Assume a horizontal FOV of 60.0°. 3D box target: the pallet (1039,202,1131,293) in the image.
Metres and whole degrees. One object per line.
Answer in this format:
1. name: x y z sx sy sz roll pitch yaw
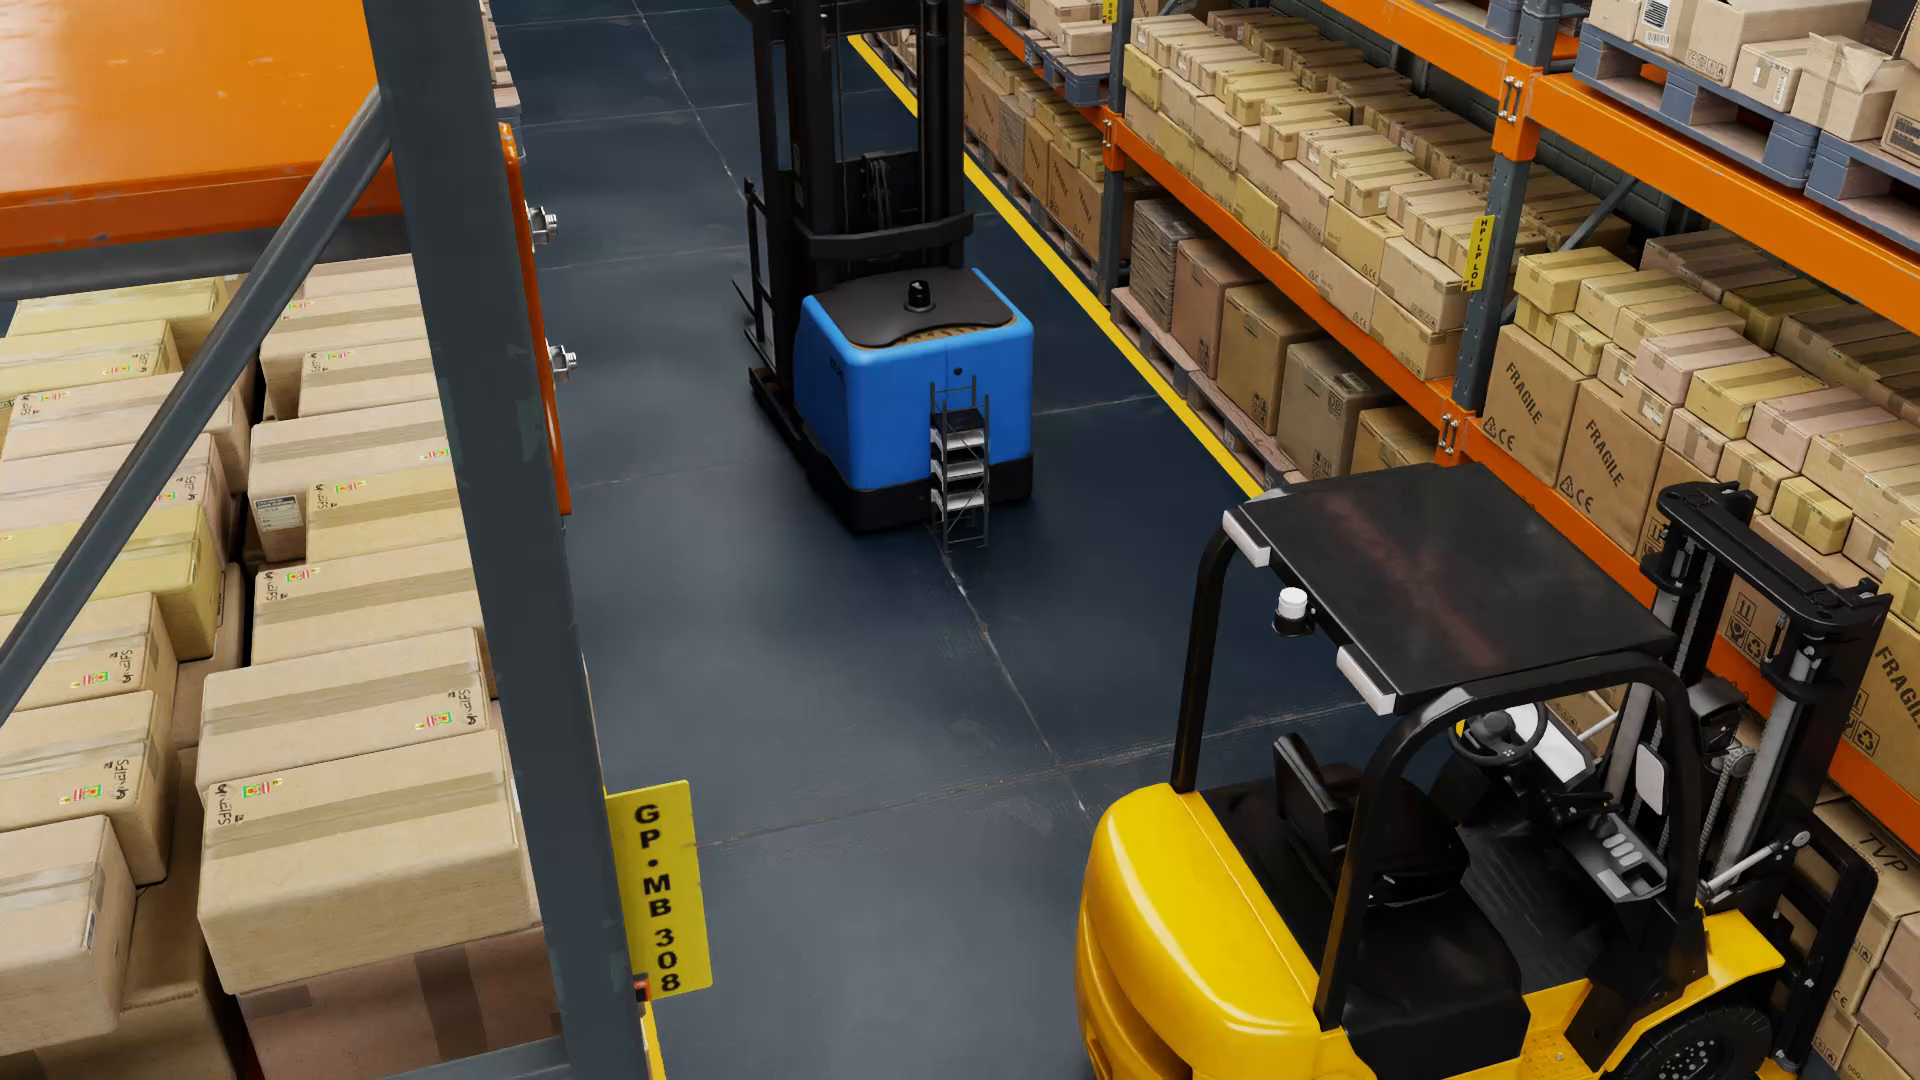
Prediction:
1. pallet: 1.232 -2.157 11.823 1.003 0.211 1.213 -10 35 -15

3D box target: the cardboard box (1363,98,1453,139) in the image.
1. cardboard box: 2.320 -2.163 8.623 0.380 0.149 0.250 -10 35 -14

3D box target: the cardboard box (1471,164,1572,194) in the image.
1. cardboard box: 2.634 -1.636 7.825 0.380 0.149 0.250 -10 35 -15

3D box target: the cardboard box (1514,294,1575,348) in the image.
1. cardboard box: 2.490 -0.923 6.746 0.380 0.149 0.250 -11 35 -15

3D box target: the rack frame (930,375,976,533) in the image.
1. rack frame: -0.033 -0.433 8.589 0.240 0.900 0.006 -10 35 -15

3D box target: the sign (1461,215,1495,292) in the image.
1. sign: 2.130 -1.175 6.830 0.100 0.325 0.005 -10 35 -15

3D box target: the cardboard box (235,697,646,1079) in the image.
1. cardboard box: -0.762 0.493 2.428 0.500 0.250 0.500 -11 35 -16

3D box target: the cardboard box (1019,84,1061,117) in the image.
1. cardboard box: 0.654 -3.242 12.234 0.380 0.149 0.250 -12 35 -17

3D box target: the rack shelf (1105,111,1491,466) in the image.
1. rack shelf: 2.034 -1.572 9.060 1.077 0.370 4.000 -10 35 -15

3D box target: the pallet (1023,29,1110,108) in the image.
1. pallet: 1.150 -3.186 11.025 1.213 0.211 1.003 -10 35 -15

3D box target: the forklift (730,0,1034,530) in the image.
1. forklift: -0.628 -2.080 9.239 1.130 2.935 3.031 -13 35 -18

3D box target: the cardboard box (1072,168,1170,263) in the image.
1. cardboard box: 1.090 -2.240 11.306 0.500 0.500 0.500 -9 35 -13

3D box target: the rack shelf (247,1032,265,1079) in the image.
1. rack shelf: -1.472 0.114 3.789 1.077 0.370 4.000 -10 35 -15

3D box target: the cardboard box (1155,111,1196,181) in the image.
1. cardboard box: 1.475 -2.320 9.677 0.500 0.250 0.500 -11 35 -16

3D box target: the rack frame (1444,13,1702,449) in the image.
1. rack frame: 2.644 -0.822 7.273 1.000 3.000 0.127 -10 35 -15

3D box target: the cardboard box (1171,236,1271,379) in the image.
1. cardboard box: 1.808 -1.435 9.974 0.875 0.625 0.625 -9 34 -13

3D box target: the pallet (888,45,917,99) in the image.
1. pallet: -0.005 -4.219 14.944 1.003 0.211 1.213 -10 35 -15

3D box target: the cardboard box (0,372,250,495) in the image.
1. cardboard box: -1.535 -0.178 3.083 0.380 0.149 0.250 -11 35 -16

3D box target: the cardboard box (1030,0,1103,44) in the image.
1. cardboard box: 0.794 -3.534 11.132 0.500 0.250 0.500 -12 35 -17

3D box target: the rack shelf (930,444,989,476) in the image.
1. rack shelf: -0.002 -0.427 8.477 0.258 0.077 0.200 -10 35 -15

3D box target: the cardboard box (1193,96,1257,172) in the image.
1. cardboard box: 1.620 -2.253 9.121 0.500 0.250 0.500 -11 35 -16

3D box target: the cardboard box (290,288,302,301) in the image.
1. cardboard box: -1.394 -0.576 4.047 0.500 0.250 0.500 -11 35 -16

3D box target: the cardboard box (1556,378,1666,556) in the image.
1. cardboard box: 2.705 -0.316 6.417 0.500 0.500 0.500 -9 35 -14

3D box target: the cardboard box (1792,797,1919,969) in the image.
1. cardboard box: 3.102 1.113 5.550 0.500 0.250 0.500 -10 35 -14

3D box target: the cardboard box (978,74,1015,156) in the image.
1. cardboard box: 0.457 -3.322 12.943 0.500 0.500 0.500 -11 35 -16

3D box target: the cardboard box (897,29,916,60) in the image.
1. cardboard box: -0.355 -4.487 14.919 0.396 0.266 0.258 -9 34 -13

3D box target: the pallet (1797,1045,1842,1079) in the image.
1. pallet: 3.591 2.047 5.460 1.003 0.211 1.213 -10 35 -15

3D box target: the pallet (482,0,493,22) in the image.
1. pallet: -2.488 -2.044 6.572 1.213 0.211 1.003 -10 35 -15

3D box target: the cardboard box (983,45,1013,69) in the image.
1. cardboard box: 0.403 -3.785 13.055 0.380 0.149 0.250 -11 35 -16

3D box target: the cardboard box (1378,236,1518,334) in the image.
1. cardboard box: 2.250 -1.183 7.501 0.500 0.250 0.500 -11 35 -16

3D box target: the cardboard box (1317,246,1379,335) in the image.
1. cardboard box: 2.082 -1.243 8.046 0.500 0.250 0.500 -10 35 -15

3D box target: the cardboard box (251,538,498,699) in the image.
1. cardboard box: -0.886 0.144 2.596 0.380 0.149 0.250 -10 35 -15

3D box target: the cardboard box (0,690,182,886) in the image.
1. cardboard box: -1.288 0.366 2.259 0.380 0.149 0.250 -9 35 -14

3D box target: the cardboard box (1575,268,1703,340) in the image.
1. cardboard box: 2.641 -0.922 6.475 0.380 0.149 0.250 -9 35 -14

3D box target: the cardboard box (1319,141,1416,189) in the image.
1. cardboard box: 1.981 -1.810 8.089 0.380 0.149 0.250 -11 35 -16

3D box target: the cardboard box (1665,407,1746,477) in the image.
1. cardboard box: 2.760 -0.375 5.917 0.380 0.149 0.250 -10 35 -15

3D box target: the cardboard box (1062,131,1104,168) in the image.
1. cardboard box: 0.919 -2.680 11.382 0.380 0.149 0.250 -12 35 -17

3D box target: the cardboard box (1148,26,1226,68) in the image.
1. cardboard box: 1.323 -2.877 9.705 0.380 0.149 0.250 -9 35 -14

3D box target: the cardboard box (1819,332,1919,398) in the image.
1. cardboard box: 3.355 -0.606 5.997 0.380 0.149 0.250 -11 35 -15

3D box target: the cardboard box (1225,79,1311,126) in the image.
1. cardboard box: 1.644 -2.341 8.894 0.380 0.149 0.250 -9 35 -14

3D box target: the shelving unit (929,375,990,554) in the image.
1. shelving unit: -0.002 -0.380 8.508 0.258 0.900 0.210 -10 35 -15

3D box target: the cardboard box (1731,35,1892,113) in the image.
1. cardboard box: 2.726 -1.495 5.327 0.380 0.149 0.250 -9 35 -13

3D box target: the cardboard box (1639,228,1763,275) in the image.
1. cardboard box: 3.029 -1.141 6.808 0.380 0.149 0.250 -10 35 -15

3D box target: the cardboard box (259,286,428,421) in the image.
1. cardboard box: -1.211 -0.389 3.402 0.380 0.149 0.250 -9 35 -14

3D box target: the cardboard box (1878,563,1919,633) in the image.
1. cardboard box: 3.077 0.162 5.105 0.380 0.149 0.250 -10 35 -14

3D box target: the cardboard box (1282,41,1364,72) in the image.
1. cardboard box: 2.064 -2.716 9.460 0.380 0.149 0.250 -11 35 -16

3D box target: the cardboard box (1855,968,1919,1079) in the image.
1. cardboard box: 3.275 1.574 5.307 0.500 0.250 0.500 -10 35 -15

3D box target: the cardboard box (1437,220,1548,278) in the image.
1. cardboard box: 2.328 -1.276 7.281 0.380 0.149 0.250 -9 34 -13

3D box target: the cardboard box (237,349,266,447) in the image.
1. cardboard box: -1.746 -0.222 3.510 0.500 0.250 0.500 -10 35 -14

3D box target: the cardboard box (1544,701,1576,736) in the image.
1. cardboard box: 2.646 0.724 7.047 0.500 0.250 0.500 -11 35 -16

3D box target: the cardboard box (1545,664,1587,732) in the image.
1. cardboard box: 2.653 0.512 6.915 0.500 0.250 0.500 -10 35 -15

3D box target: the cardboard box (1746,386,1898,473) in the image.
1. cardboard box: 2.927 -0.378 5.652 0.380 0.149 0.250 -10 35 -15
